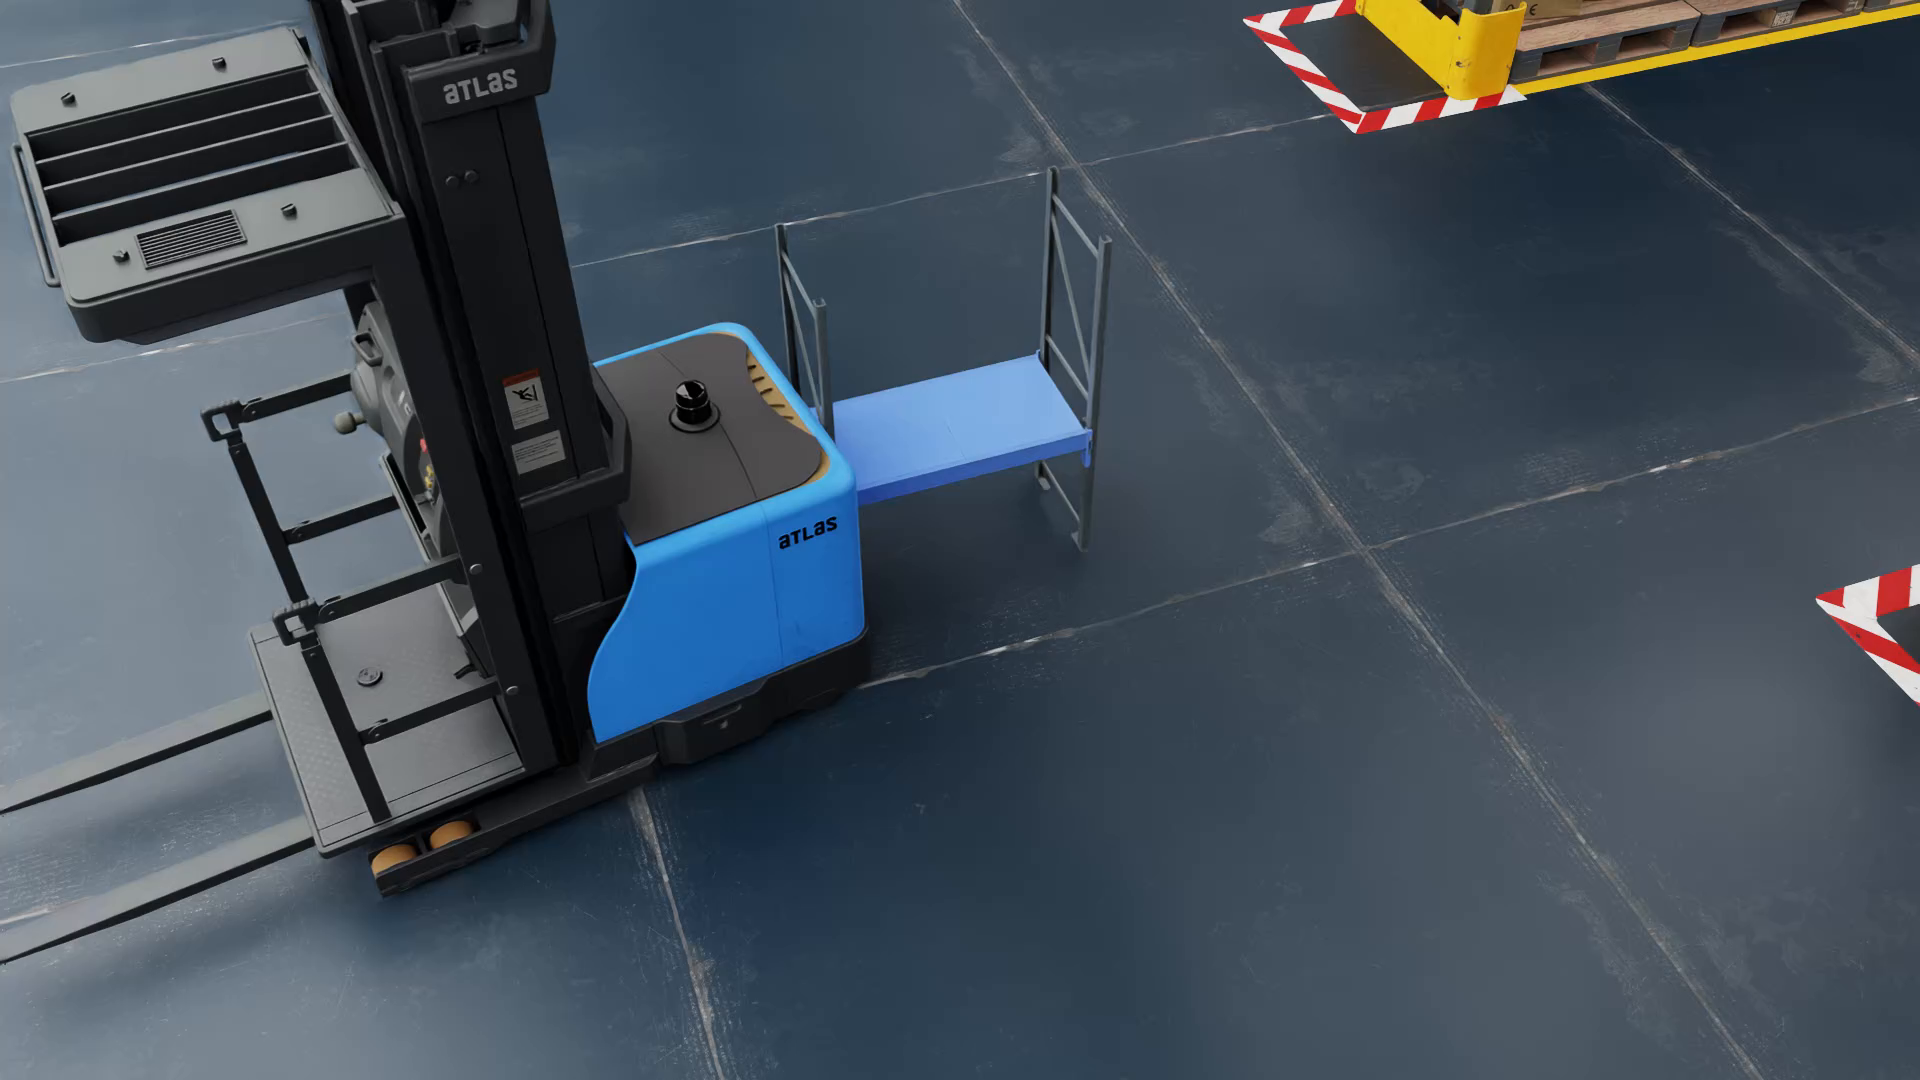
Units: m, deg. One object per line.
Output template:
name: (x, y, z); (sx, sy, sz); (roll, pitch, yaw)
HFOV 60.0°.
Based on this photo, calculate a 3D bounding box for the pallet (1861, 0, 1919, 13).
pallet: (5.765, -3.673, 10.262); (1.213, 0.211, 1.003); (-14, 47, -14)

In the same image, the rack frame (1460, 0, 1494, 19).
rack frame: (2.622, -3.880, 8.500); (0.127, 3.000, 1.000); (-14, 47, -14)

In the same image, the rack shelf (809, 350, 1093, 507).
rack shelf: (-0.060, -0.393, 6.336); (1.000, 0.185, 0.538); (-15, 47, -14)

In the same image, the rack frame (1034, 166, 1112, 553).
rack frame: (0.416, -0.646, 6.335); (0.032, 1.500, 0.500); (-15, 47, -14)

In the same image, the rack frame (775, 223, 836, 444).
rack frame: (-0.536, -0.393, 6.083); (0.032, 1.500, 0.500); (-15, 47, -14)

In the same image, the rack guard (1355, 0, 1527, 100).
rack guard: (2.694, -3.016, 9.403); (0.348, 0.500, 1.175); (-14, 47, -14)

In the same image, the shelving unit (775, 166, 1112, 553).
shelving unit: (-0.060, -0.520, 6.209); (1.048, 1.500, 0.538); (-15, 47, -14)
